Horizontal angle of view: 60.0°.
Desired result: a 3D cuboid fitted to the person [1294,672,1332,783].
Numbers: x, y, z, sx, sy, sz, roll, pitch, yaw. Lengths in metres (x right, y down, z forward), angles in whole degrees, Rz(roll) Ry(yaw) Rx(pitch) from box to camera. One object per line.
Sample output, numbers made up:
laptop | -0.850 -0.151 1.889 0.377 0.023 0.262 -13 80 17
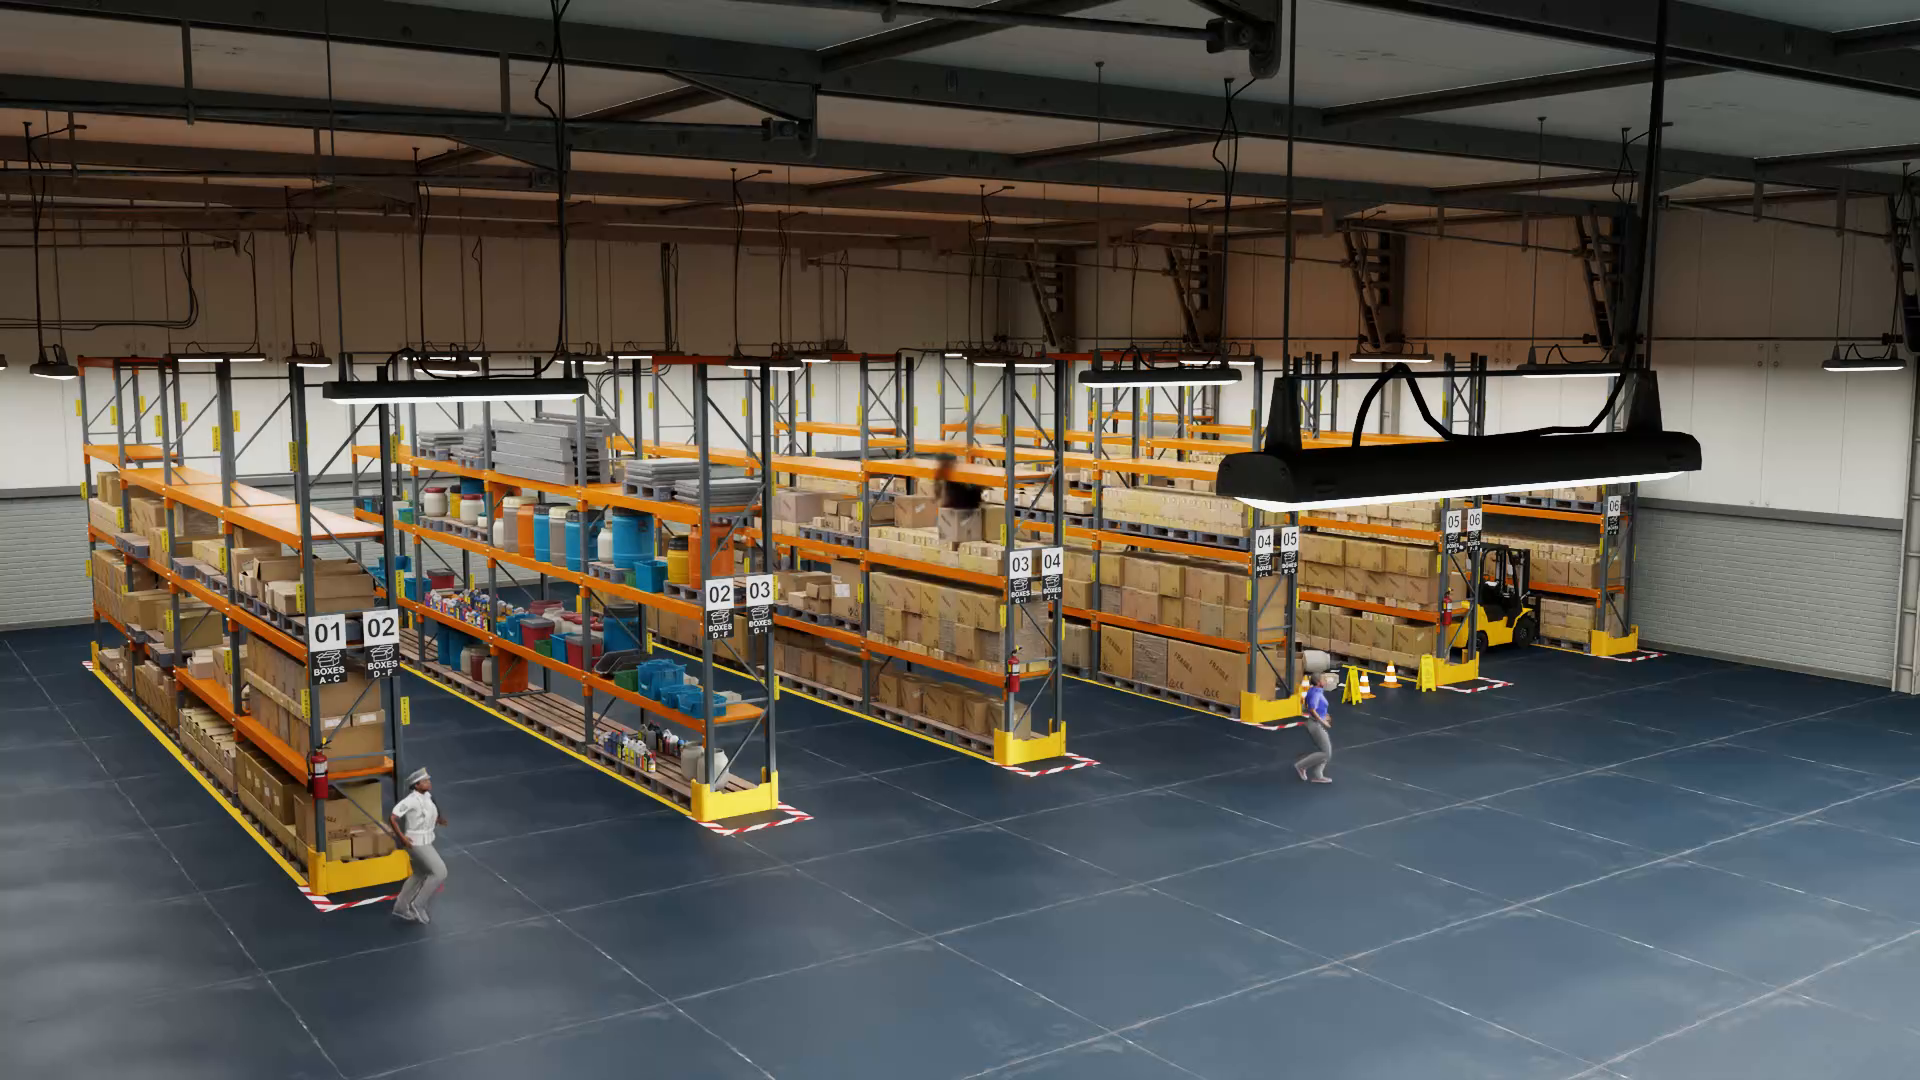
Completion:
person | 5.043 2.710 23.676 0.566 1.522 0.600 0 7 1

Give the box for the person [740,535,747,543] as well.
person | -5.318 0.619 40.567 0.621 1.616 0.526 2 7 19

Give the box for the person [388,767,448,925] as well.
person | -5.878 3.309 18.115 0.628 1.693 0.558 0 7 -3

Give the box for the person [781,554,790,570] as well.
person | -4.361 0.429 42.036 0.573 1.672 0.642 -6 9 -41
